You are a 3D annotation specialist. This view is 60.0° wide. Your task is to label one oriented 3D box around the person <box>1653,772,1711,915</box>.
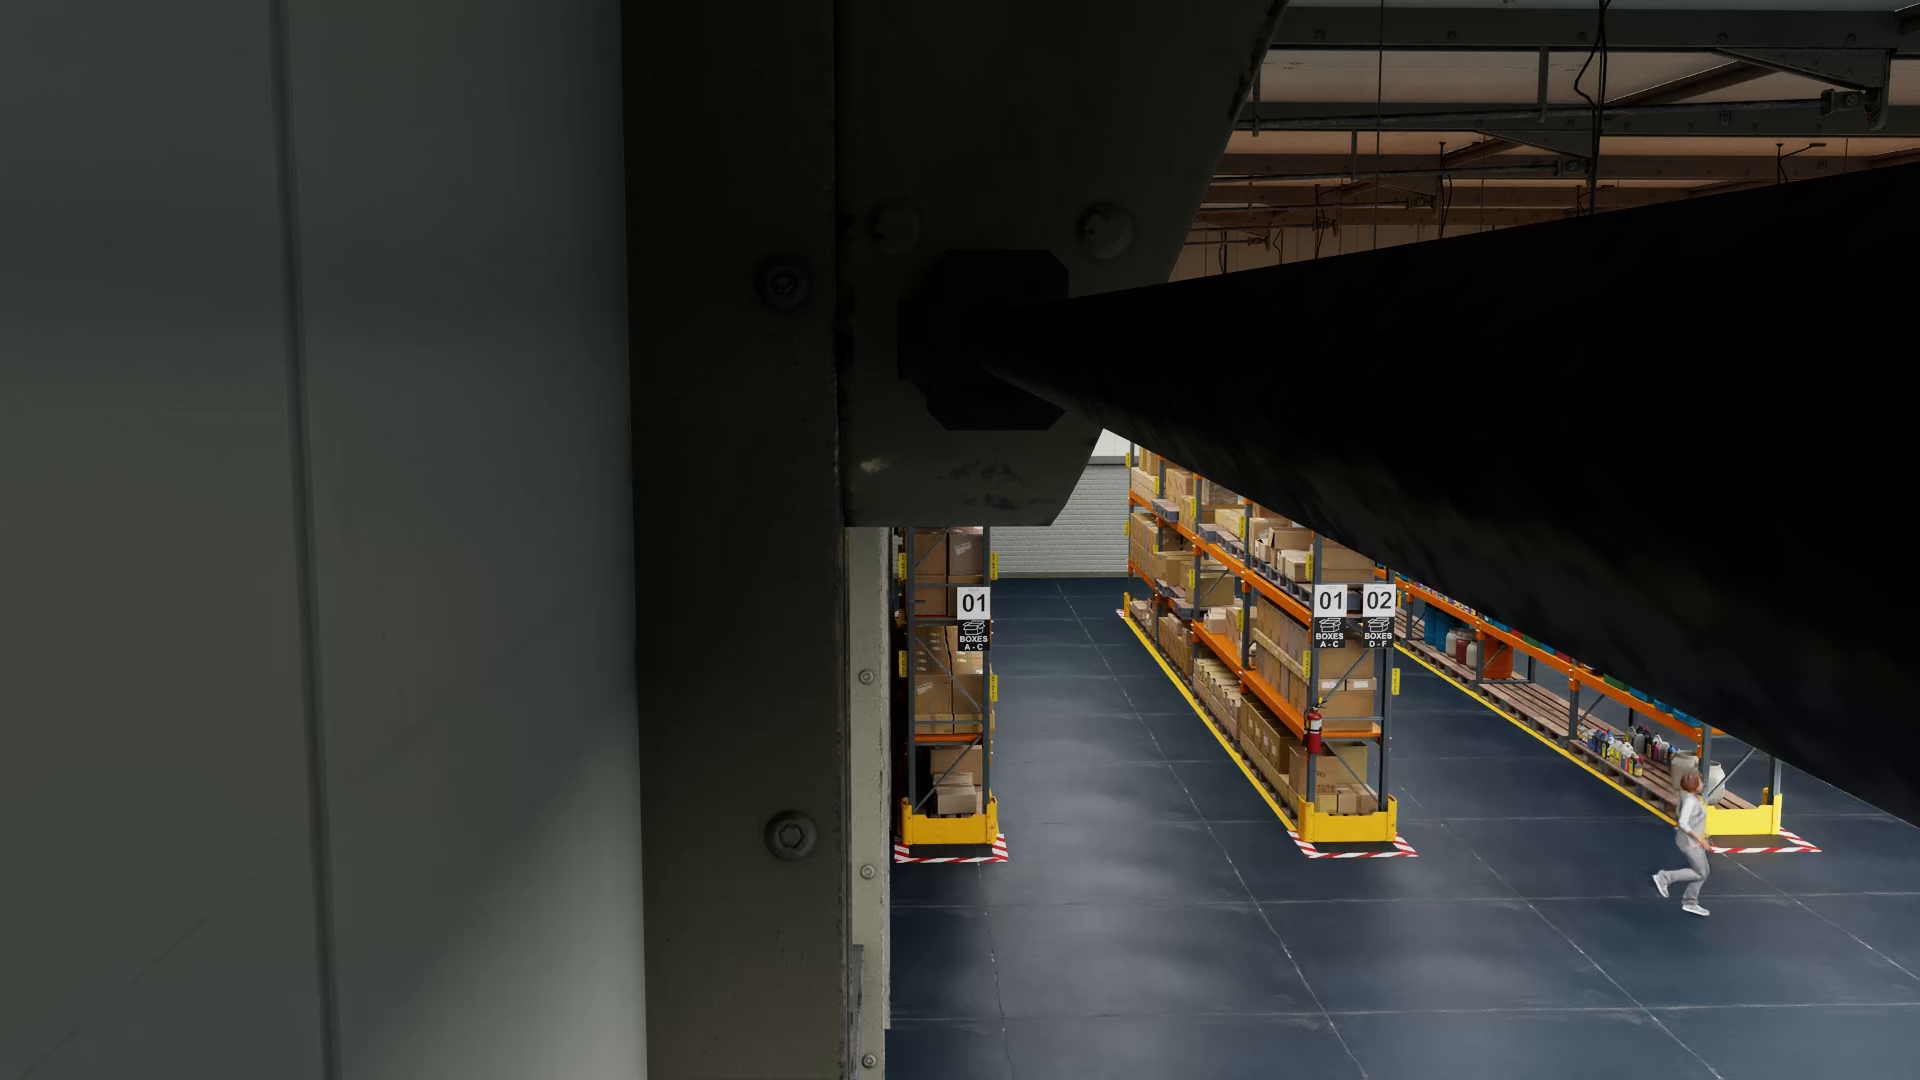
[{"bbox_3d":[7.847,3.275,18.024,0.587,1.563,0.542,3,8,20],"label":"person"}]
